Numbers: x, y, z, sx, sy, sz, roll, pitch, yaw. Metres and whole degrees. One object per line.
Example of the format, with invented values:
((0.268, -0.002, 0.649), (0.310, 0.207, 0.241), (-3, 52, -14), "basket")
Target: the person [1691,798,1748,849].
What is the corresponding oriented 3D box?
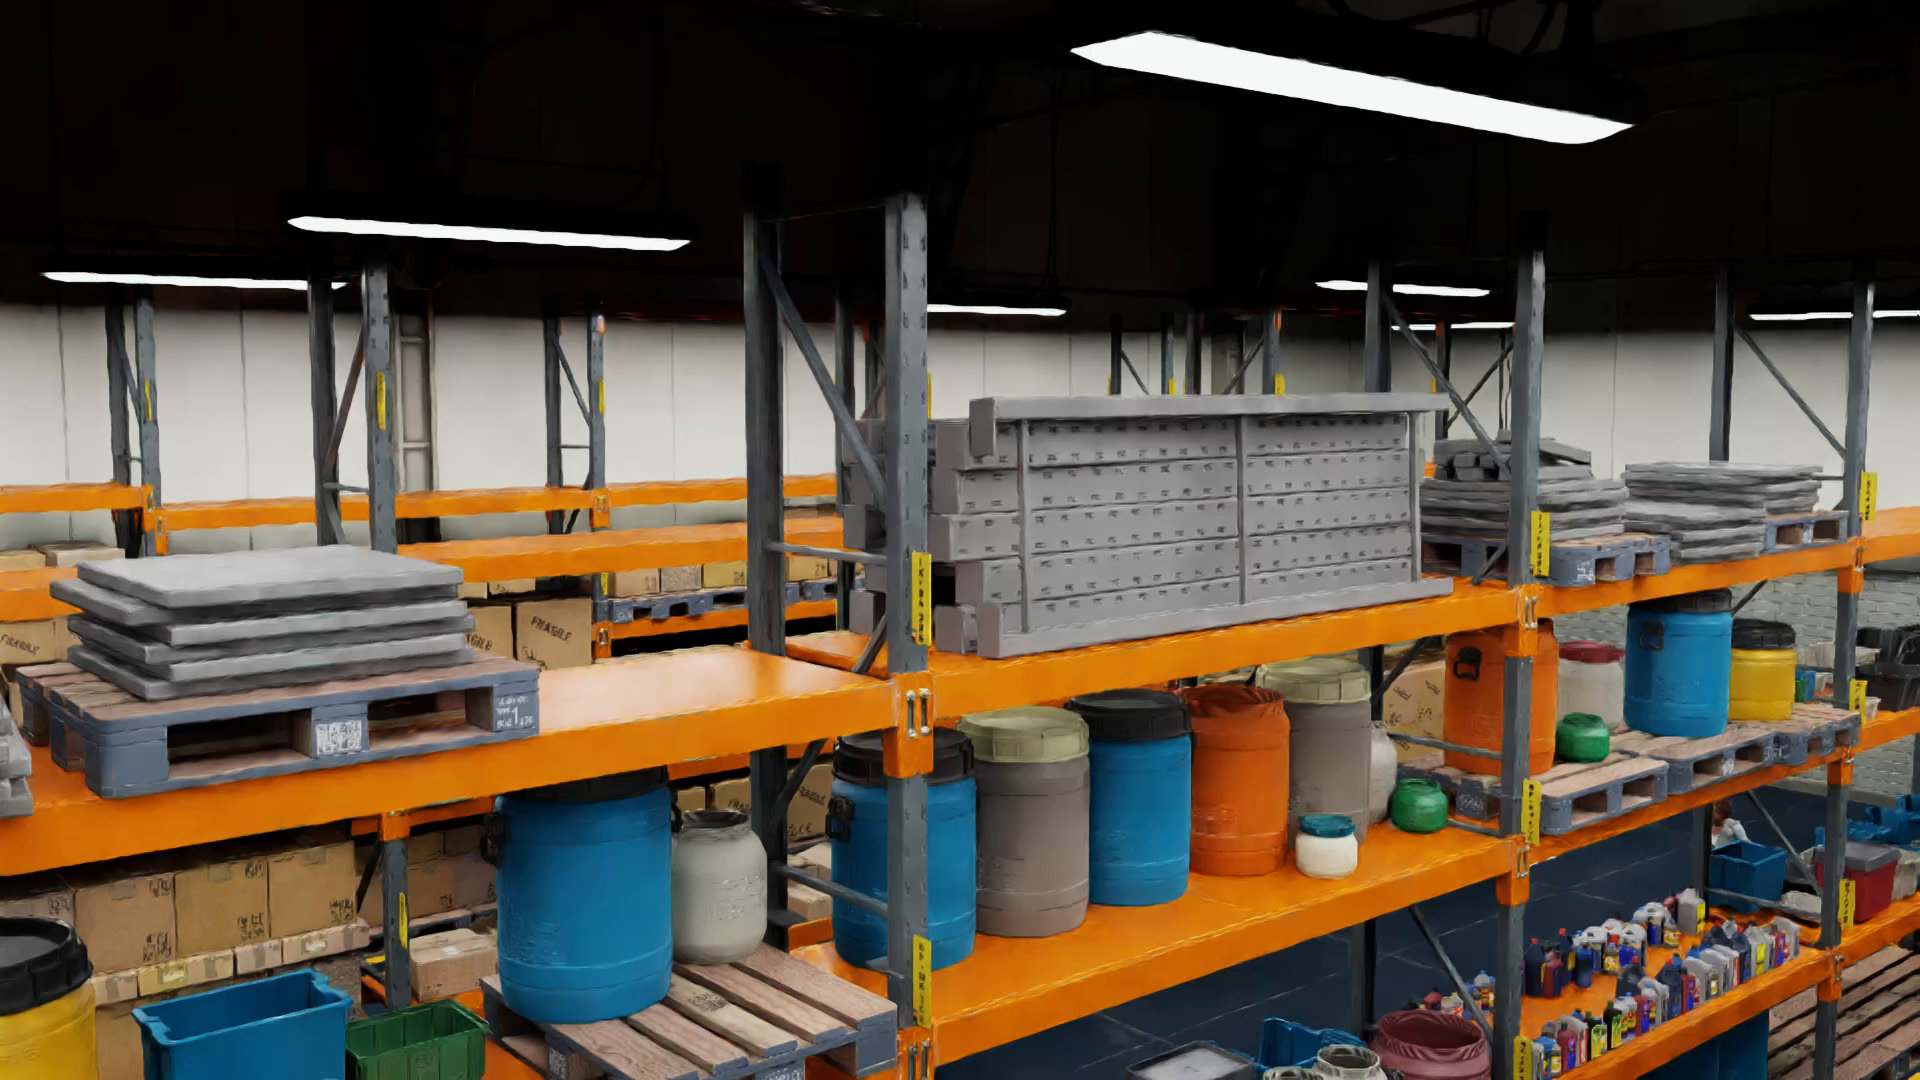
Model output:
((6.748, 2.988, 14.749), (0.519, 1.541, 0.566), (-5, 7, -42), "person")
